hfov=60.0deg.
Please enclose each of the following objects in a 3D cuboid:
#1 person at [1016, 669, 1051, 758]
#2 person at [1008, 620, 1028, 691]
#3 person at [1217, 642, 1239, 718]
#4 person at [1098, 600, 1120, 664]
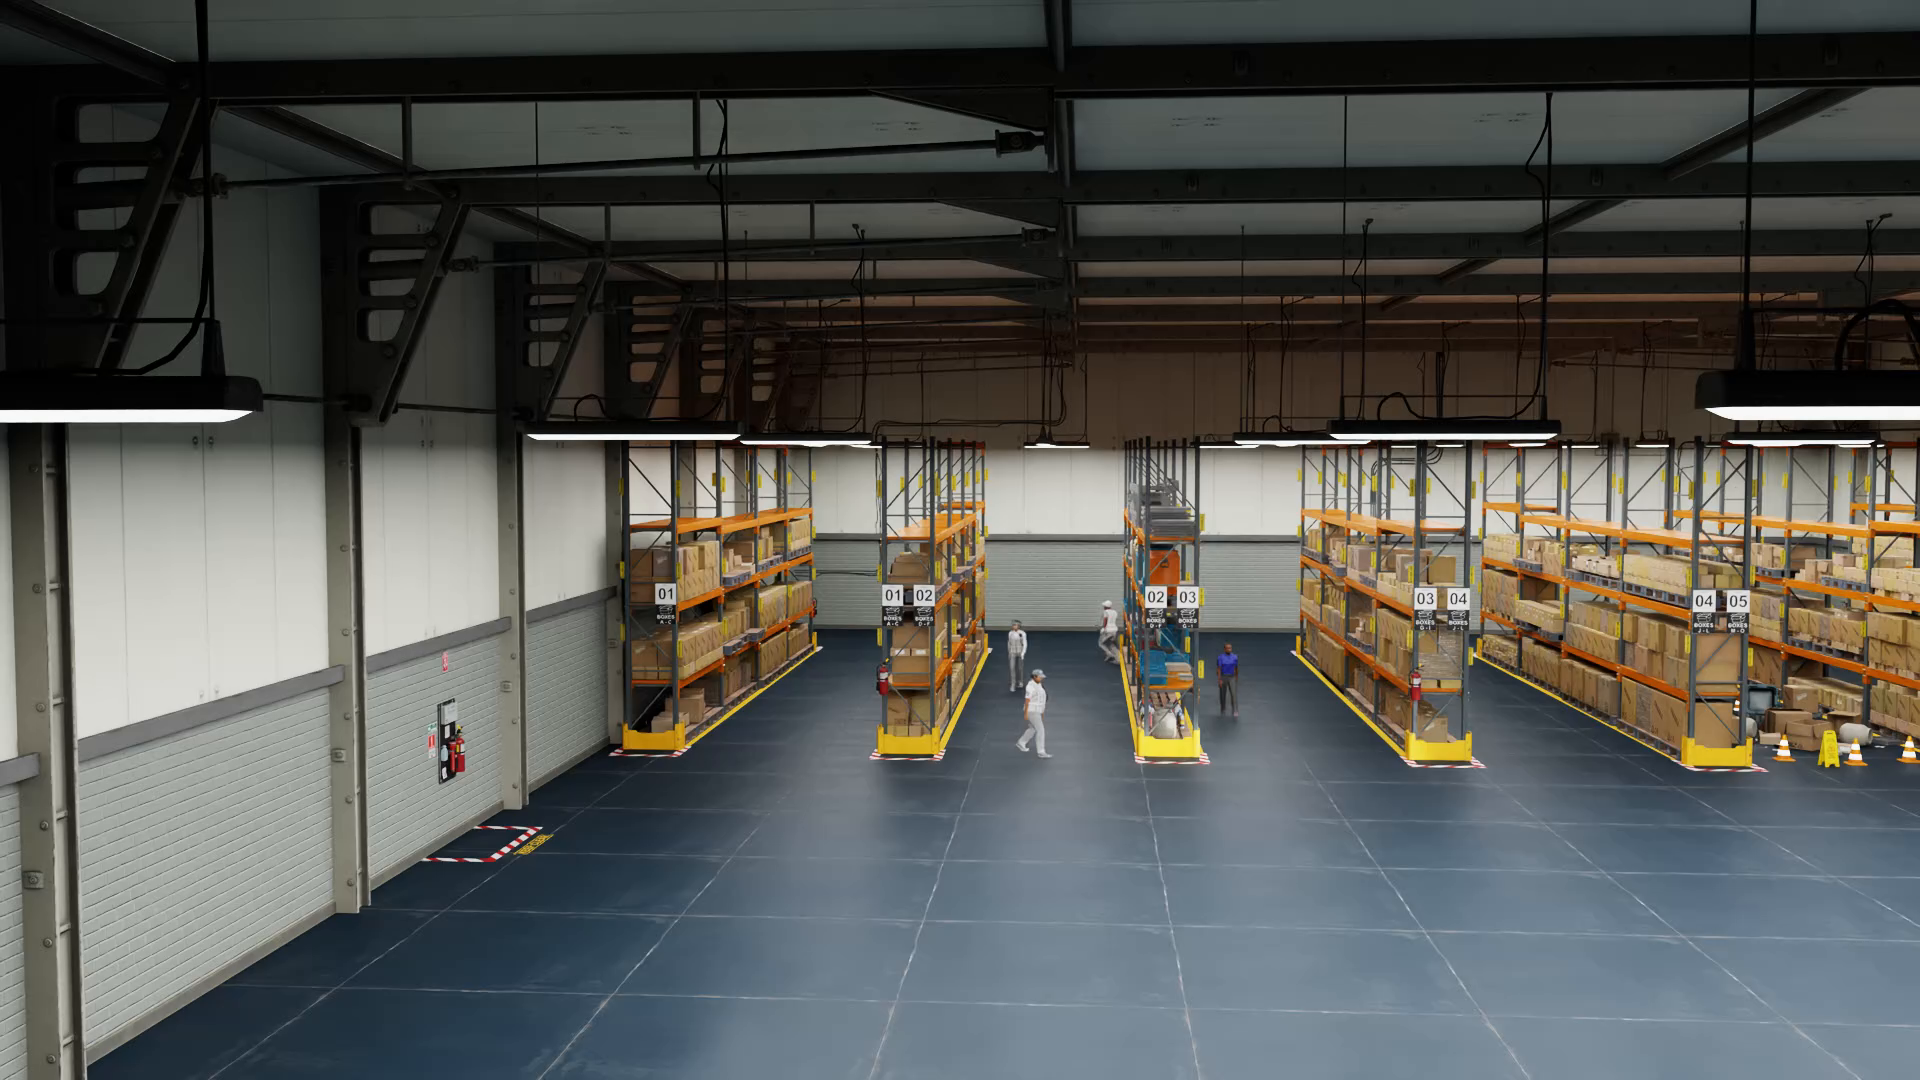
[{"bbox_3d":[1.381,3.232,31.301,0.852,1.625,0.508,1,3,24],"label":"person"},{"bbox_3d":[1.370,2.757,39.969,0.503,1.680,0.789,1,3,11],"label":"person"},{"bbox_3d":[5.747,2.995,35.622,0.480,1.599,1.037,1,3,10],"label":"person"},{"bbox_3d":[3.990,2.480,44.951,0.678,1.688,0.843,-2,4,-32],"label":"person"}]
